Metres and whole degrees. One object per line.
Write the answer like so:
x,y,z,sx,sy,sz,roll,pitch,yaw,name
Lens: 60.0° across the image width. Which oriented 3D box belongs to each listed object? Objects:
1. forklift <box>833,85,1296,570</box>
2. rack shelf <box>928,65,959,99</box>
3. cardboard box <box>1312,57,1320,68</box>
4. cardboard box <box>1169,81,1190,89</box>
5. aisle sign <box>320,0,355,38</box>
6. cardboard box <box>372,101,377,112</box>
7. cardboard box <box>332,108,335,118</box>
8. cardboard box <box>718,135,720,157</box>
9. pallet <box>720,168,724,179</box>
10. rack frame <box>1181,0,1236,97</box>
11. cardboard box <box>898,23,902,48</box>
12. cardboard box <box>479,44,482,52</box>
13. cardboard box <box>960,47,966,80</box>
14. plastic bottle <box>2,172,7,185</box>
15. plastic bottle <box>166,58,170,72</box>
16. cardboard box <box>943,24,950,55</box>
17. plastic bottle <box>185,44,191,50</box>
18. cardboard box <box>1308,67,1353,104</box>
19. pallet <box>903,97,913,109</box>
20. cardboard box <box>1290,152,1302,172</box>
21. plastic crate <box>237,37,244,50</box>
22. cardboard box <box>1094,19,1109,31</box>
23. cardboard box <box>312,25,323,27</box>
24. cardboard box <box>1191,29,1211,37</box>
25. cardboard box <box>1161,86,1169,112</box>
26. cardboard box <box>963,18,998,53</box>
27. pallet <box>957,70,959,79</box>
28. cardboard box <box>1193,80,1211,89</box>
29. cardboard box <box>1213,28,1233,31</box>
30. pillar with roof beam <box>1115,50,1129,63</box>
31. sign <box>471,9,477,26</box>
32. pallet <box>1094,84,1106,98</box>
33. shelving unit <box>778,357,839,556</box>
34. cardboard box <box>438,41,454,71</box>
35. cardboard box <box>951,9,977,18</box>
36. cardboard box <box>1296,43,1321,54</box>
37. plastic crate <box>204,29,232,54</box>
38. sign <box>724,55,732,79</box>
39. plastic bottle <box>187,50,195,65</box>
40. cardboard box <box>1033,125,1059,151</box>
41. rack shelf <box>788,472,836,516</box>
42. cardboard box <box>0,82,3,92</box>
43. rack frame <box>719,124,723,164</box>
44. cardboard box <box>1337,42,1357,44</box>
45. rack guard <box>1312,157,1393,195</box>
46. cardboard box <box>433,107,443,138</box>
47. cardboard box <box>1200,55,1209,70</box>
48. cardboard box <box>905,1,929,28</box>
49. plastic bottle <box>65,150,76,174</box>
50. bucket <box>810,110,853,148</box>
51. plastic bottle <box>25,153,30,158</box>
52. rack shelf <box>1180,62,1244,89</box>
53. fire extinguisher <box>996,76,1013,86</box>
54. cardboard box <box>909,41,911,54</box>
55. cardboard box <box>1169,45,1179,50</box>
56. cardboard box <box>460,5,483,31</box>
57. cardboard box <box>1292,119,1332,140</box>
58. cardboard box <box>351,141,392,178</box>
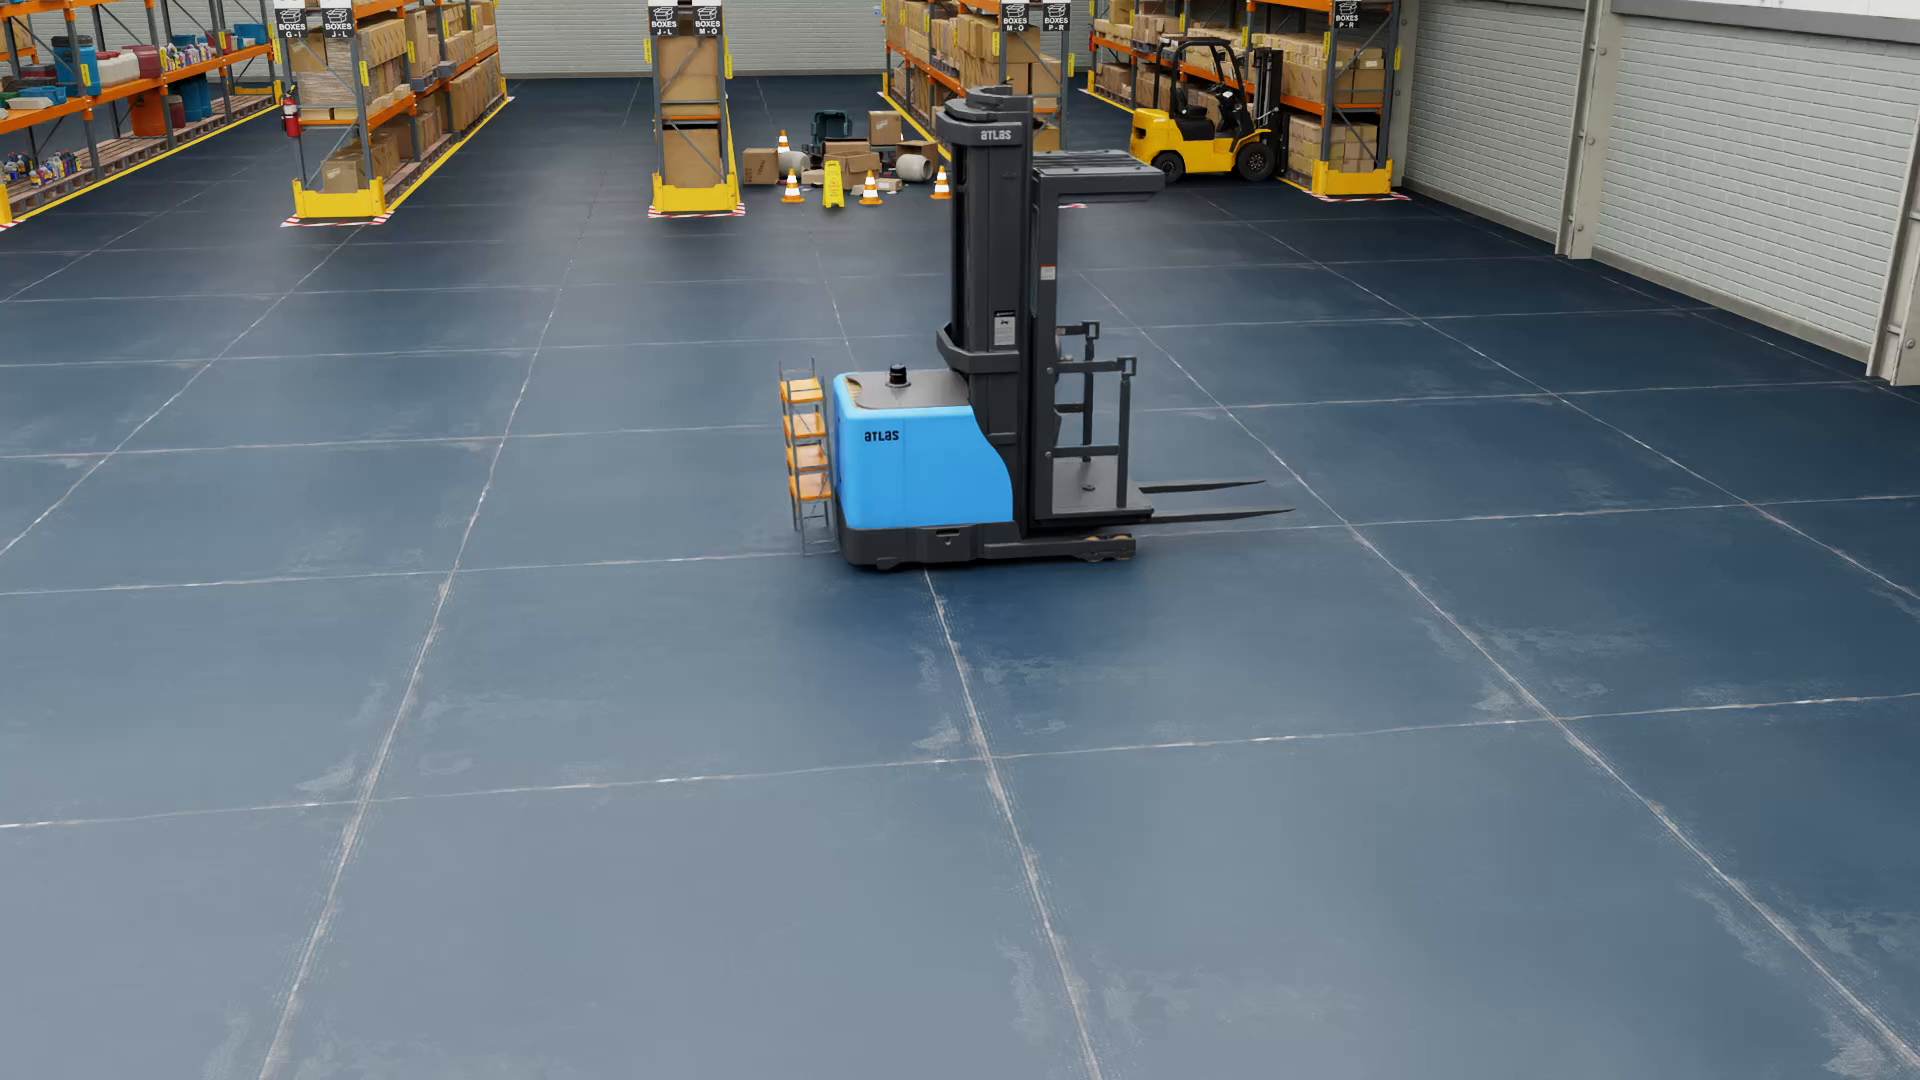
0.704,-1.405,10.788,3.031,2.935,1.130,-3,21,-8,forklift
0.204,-8.222,29.970,1.077,0.370,4.000,-3,21,-8,rack shelf
5.587,-7.277,25.341,0.380,0.149,0.250,-3,21,-7,cardboard box
4.441,-9.177,33.545,0.380,0.149,0.250,-4,21,-10,cardboard box
-8.432,-7.193,22.472,0.394,0.787,0.004,-3,21,-8,aisle sign
-8.638,-6.235,23.981,0.380,0.149,0.250,-3,21,-8,cardboard box
-9.018,-6.039,23.456,0.380,0.149,0.250,-3,21,-8,cardboard box
-4.107,-5.934,25.253,0.875,0.875,0.875,-3,21,-9,cardboard box
-4.180,-5.585,25.867,1.003,0.211,1.213,-3,21,-8,pallet
4.827,-9.503,32.372,1.000,3.000,0.127,-3,21,-8,rack frame
-1.060,-11.008,36.260,0.500,0.500,0.500,-3,21,-9,cardboard box
-10.257,-10.320,34.919,0.380,0.149,0.250,-2,21,-6,cardboard box
0.280,-7.886,27.475,0.500,0.500,0.500,-3,21,-8,cardboard box
-14.246,-5.390,24.731,0.097,0.201,0.097,0,20,0,plastic bottle
-14.537,-8.729,30.467,0.061,0.283,0.133,-3,21,-8,plastic bottle
-0.019,-8.929,29.669,0.500,0.500,0.500,-4,21,-10,cardboard box
-15.028,-9.490,32.409,0.144,0.351,0.185,-3,21,-8,plastic bottle
5.649,-6.937,25.359,0.500,0.500,0.500,-3,21,-9,cardboard box
-0.693,-9.597,36.610,1.003,0.211,1.213,-3,21,-8,pallet
5.538,-5.961,26.219,0.500,0.250,0.500,-3,21,-8,cardboard box
-15.395,-10.523,35.257,0.416,0.233,0.300,-3,21,-8,plastic crate
3.473,-12.171,39.305,0.500,0.250,0.500,-3,21,-7,cardboard box
-9.273,-7.334,24.567,0.500,0.500,0.500,-3,21,-8,cardboard box
4.621,-9.636,31.659,0.380,0.149,0.250,-2,21,-7,cardboard box
4.414,-9.019,34.049,0.500,0.500,0.500,-2,21,-5,cardboard box
0.439,-8.004,26.363,0.700,0.500,0.500,-3,21,-9,cardboard box
0.526,-8.048,28.752,1.003,0.211,1.213,-3,21,-8,pallet
4.933,-9.204,33.618,0.380,0.149,0.250,-3,21,-7,cardboard box
5.074,-9.751,31.967,0.380,0.149,0.250,-2,21,-6,cardboard box
-0.083,-15.845,40.778,9.100,9.000,0.400,-3,21,-8,pillar with roof beam
-9.932,-10.672,33.962,0.100,0.325,0.005,-3,21,-8,sign
3.801,-10.664,39.467,1.003,0.211,1.213,-3,21,-8,pallet
-0.999,-0.554,10.964,0.258,1.200,0.503,-7,21,-10,shelving unit
-9.692,-8.980,30.830,0.500,0.500,0.500,-2,21,-6,cardboard box
0.087,-9.950,31.996,0.500,0.500,0.500,-4,21,-10,cardboard box
5.480,-7.684,26.007,0.380,0.149,0.250,-2,21,-6,cardboard box
-15.249,-10.266,34.239,0.402,0.464,0.583,-3,21,-8,plastic crate
-3.265,-6.665,23.424,0.100,0.325,0.005,-3,21,-8,sign
-14.814,-9.280,31.953,0.152,0.276,0.135,-3,21,-8,plastic bottle
1.222,-6.043,25.366,0.500,0.500,0.500,-4,21,-10,cardboard box
-0.985,-0.306,11.060,0.258,0.148,0.480,-7,21,-10,rack shelf
-20.547,-9.325,34.835,0.797,0.503,0.637,-3,21,-8,cardboard box
-4.391,-7.582,27.228,1.000,3.000,0.127,-3,21,-8,rack frame
6.063,-7.805,26.332,0.380,0.149,0.250,-3,21,-9,cardboard box
5.984,-5.554,25.371,1.175,0.500,0.348,-3,21,-8,rack guard
-9.774,-7.555,30.102,0.700,0.500,0.500,-4,21,-11,cardboard box
4.798,-8.914,31.010,0.500,0.250,0.500,-4,21,-10,cardboard box
-0.882,-10.984,34.767,0.500,0.500,0.500,-3,21,-7,cardboard box
-13.837,-5.873,25.812,0.144,0.351,0.185,-3,21,-9,plastic bottle
-2.090,-6.829,27.720,0.726,0.611,0.620,4,11,11,bucket
-14.603,-5.912,26.029,0.097,0.271,0.097,0,20,0,plastic bottle
5.115,-8.473,30.644,1.077,0.370,4.000,-3,21,-8,rack shelf
0.629,-6.382,24.127,0.296,0.674,0.183,-3,21,-8,fire extinguisher
-0.783,-10.221,34.510,0.500,0.250,0.500,-3,21,-9,cardboard box
4.353,-9.790,32.900,0.380,0.149,0.250,-3,21,-7,cardboard box
-10.426,-11.086,35.329,0.500,0.500,0.500,-4,21,-9,cardboard box
5.526,-6.430,26.046,0.500,0.250,0.500,-3,21,-7,cardboard box
-9.039,-5.843,25.545,0.500,0.500,0.500,-5,21,-13,cardboard box
